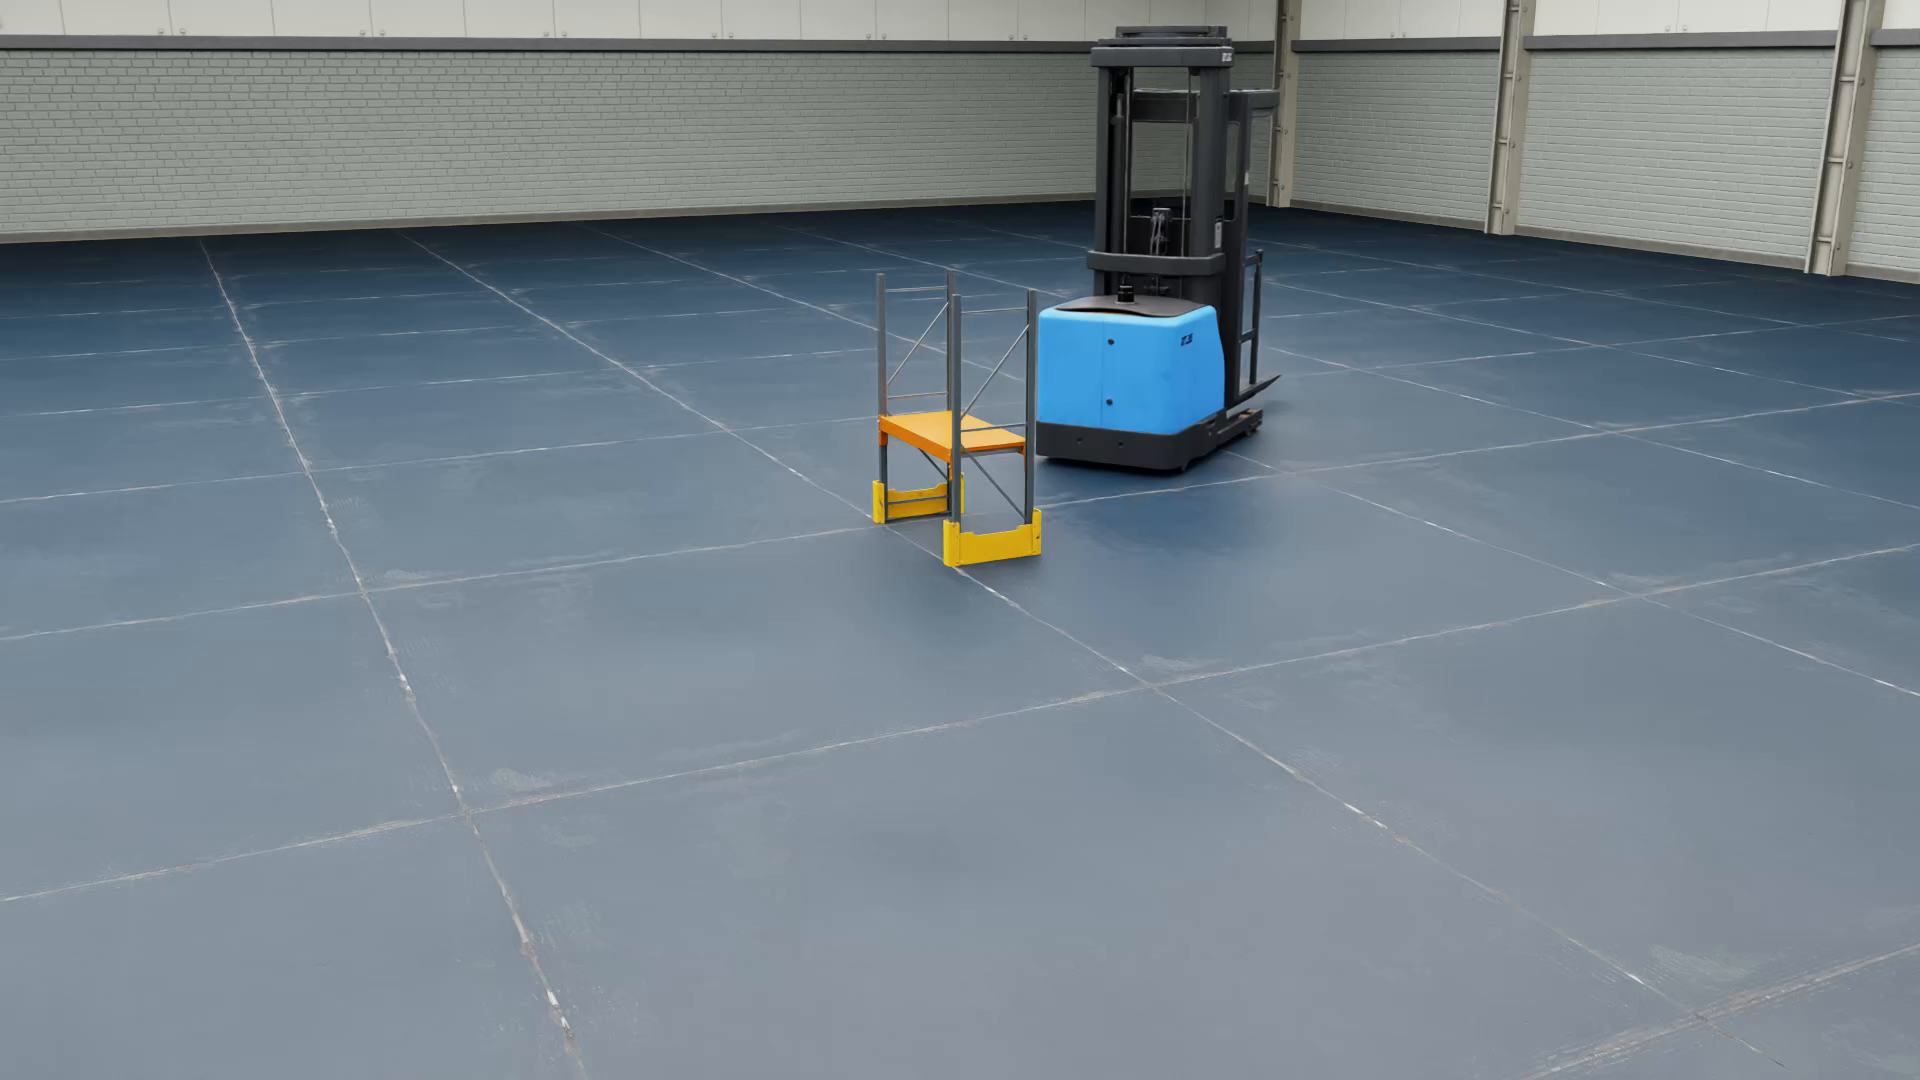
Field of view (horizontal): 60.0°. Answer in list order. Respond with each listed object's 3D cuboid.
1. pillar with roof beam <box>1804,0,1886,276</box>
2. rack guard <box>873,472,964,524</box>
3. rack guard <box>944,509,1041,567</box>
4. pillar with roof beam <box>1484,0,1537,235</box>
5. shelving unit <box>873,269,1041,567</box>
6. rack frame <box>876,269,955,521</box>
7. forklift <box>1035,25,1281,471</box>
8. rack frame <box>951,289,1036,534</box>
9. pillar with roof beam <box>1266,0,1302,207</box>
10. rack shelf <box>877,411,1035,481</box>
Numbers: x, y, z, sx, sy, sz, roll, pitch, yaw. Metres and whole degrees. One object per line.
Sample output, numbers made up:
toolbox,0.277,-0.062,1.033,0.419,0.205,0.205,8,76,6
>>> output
pillar with roof beam,7.597,-7.335,18.996,9.100,9.000,0.400,-8,18,-25
rack guard,-0.252,-0.263,10.212,0.587,0.250,0.087,-8,18,-25
rack guard,0.185,-0.016,9.352,0.587,0.250,0.087,-8,18,-25
pillar with roof beam,4.968,-8.822,24.180,9.100,9.000,0.400,-8,18,-25
shelving unit,-0.033,-0.740,9.610,0.587,1.500,1.083,-8,18,-25
rack frame,-0.260,-0.868,10.057,0.500,1.500,0.032,-8,18,-25
forklift,1.647,-2.236,12.229,1.130,2.935,3.031,8,18,26
rack frame,0.185,-0.616,9.178,0.500,1.500,0.032,-8,18,-25
pillar with roof beam,2.340,-10.310,29.364,9.100,9.000,0.400,-8,18,-25
rack shelf,-0.037,-0.569,9.667,0.538,0.185,1.000,-8,18,-25
